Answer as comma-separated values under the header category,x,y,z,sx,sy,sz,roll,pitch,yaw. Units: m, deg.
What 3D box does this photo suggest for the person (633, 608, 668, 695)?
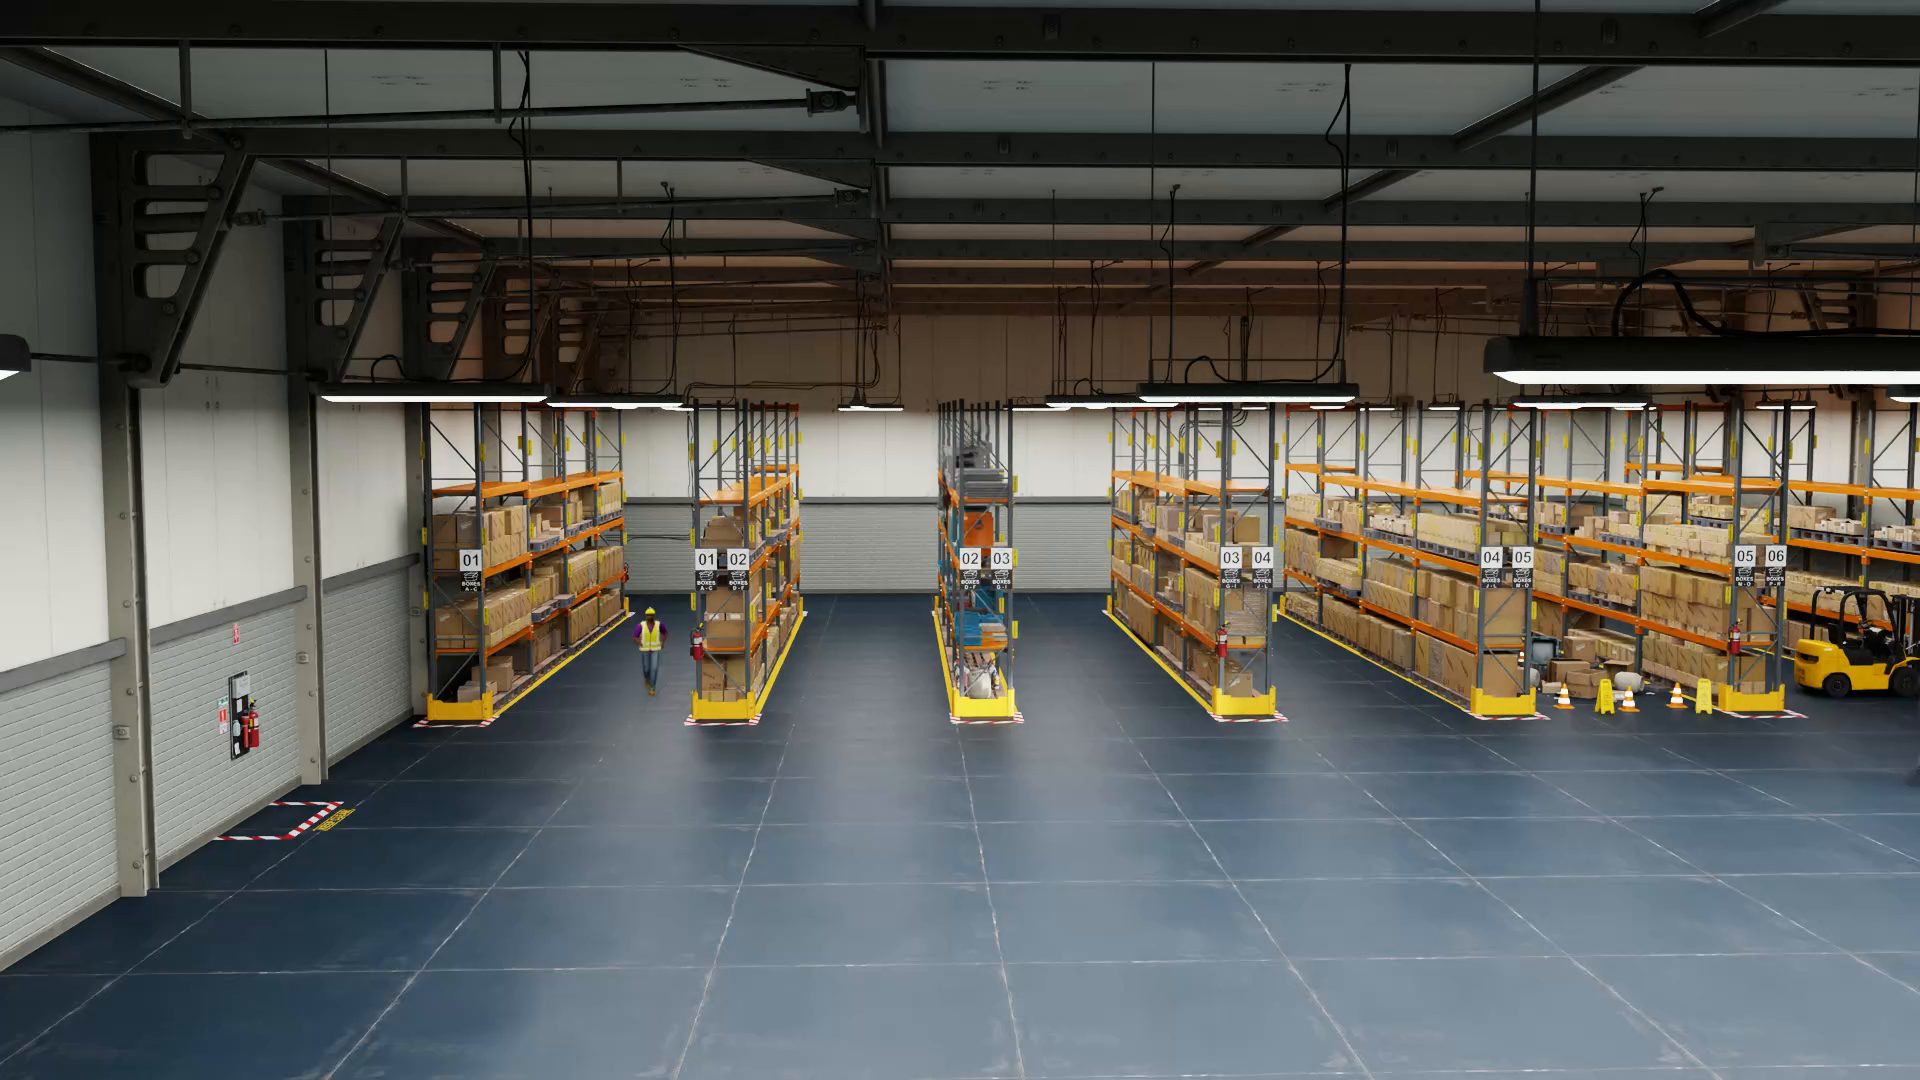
category,x,y,z,sx,sy,sz,roll,pitch,yaw
person,-6.310,2.256,33.908,0.712,1.745,0.897,-1,4,-12

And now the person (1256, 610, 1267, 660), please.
category,x,y,z,sx,sy,sz,roll,pitch,yaw
person,6.922,1.864,39.064,0.669,1.794,0.991,0,4,-5
